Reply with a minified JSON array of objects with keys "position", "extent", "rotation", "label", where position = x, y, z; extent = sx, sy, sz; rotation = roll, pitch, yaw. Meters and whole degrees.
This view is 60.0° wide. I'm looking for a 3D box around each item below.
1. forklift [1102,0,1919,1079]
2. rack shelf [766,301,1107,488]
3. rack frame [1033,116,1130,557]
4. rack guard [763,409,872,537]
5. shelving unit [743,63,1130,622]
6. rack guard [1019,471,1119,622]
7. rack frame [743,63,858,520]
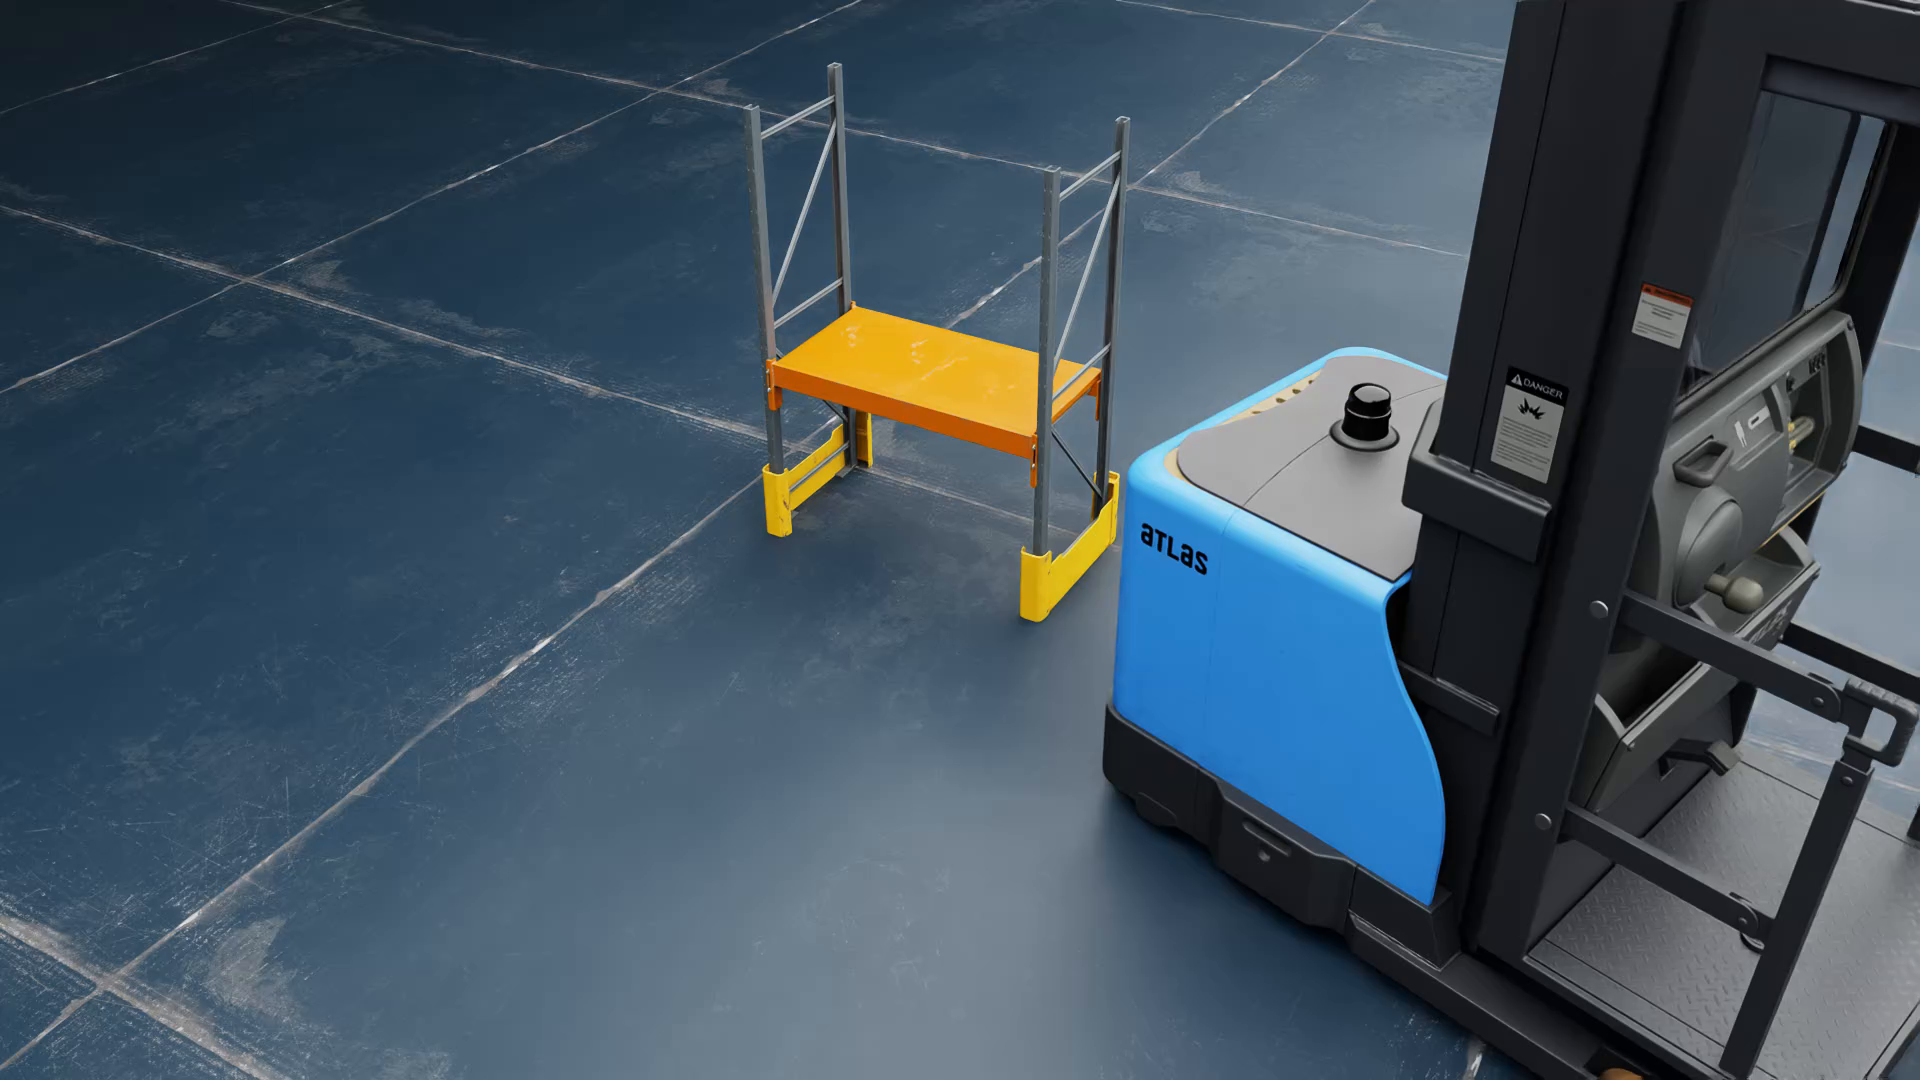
[{"position":[1.780,-0.115,3.279],"extent":[1.130,2.935,3.031],"rotation":[-28,43,-35],"label":"forklift"},{"position":[-0.074,-0.498,5.469],"extent":[1.000,0.185,0.538],"rotation":[18,37,24],"label":"rack shelf"},{"position":[0.367,-0.508,5.160],"extent":[0.032,1.500,0.500],"rotation":[18,37,24],"label":"rack frame"},{"position":[-0.499,-0.262,5.918],"extent":[0.087,0.250,0.587],"rotation":[18,37,24],"label":"rack guard"},{"position":[-0.066,-0.645,5.366],"extent":[1.083,1.500,0.587],"rotation":[18,37,24],"label":"shelving unit"},{"position":[0.366,0.012,5.507],"extent":[0.087,0.250,0.587],"rotation":[18,37,24],"label":"rack guard"},{"position":[-0.515,-0.788,5.579],"extent":[0.032,1.500,0.500],"rotation":[18,37,24],"label":"rack frame"}]
